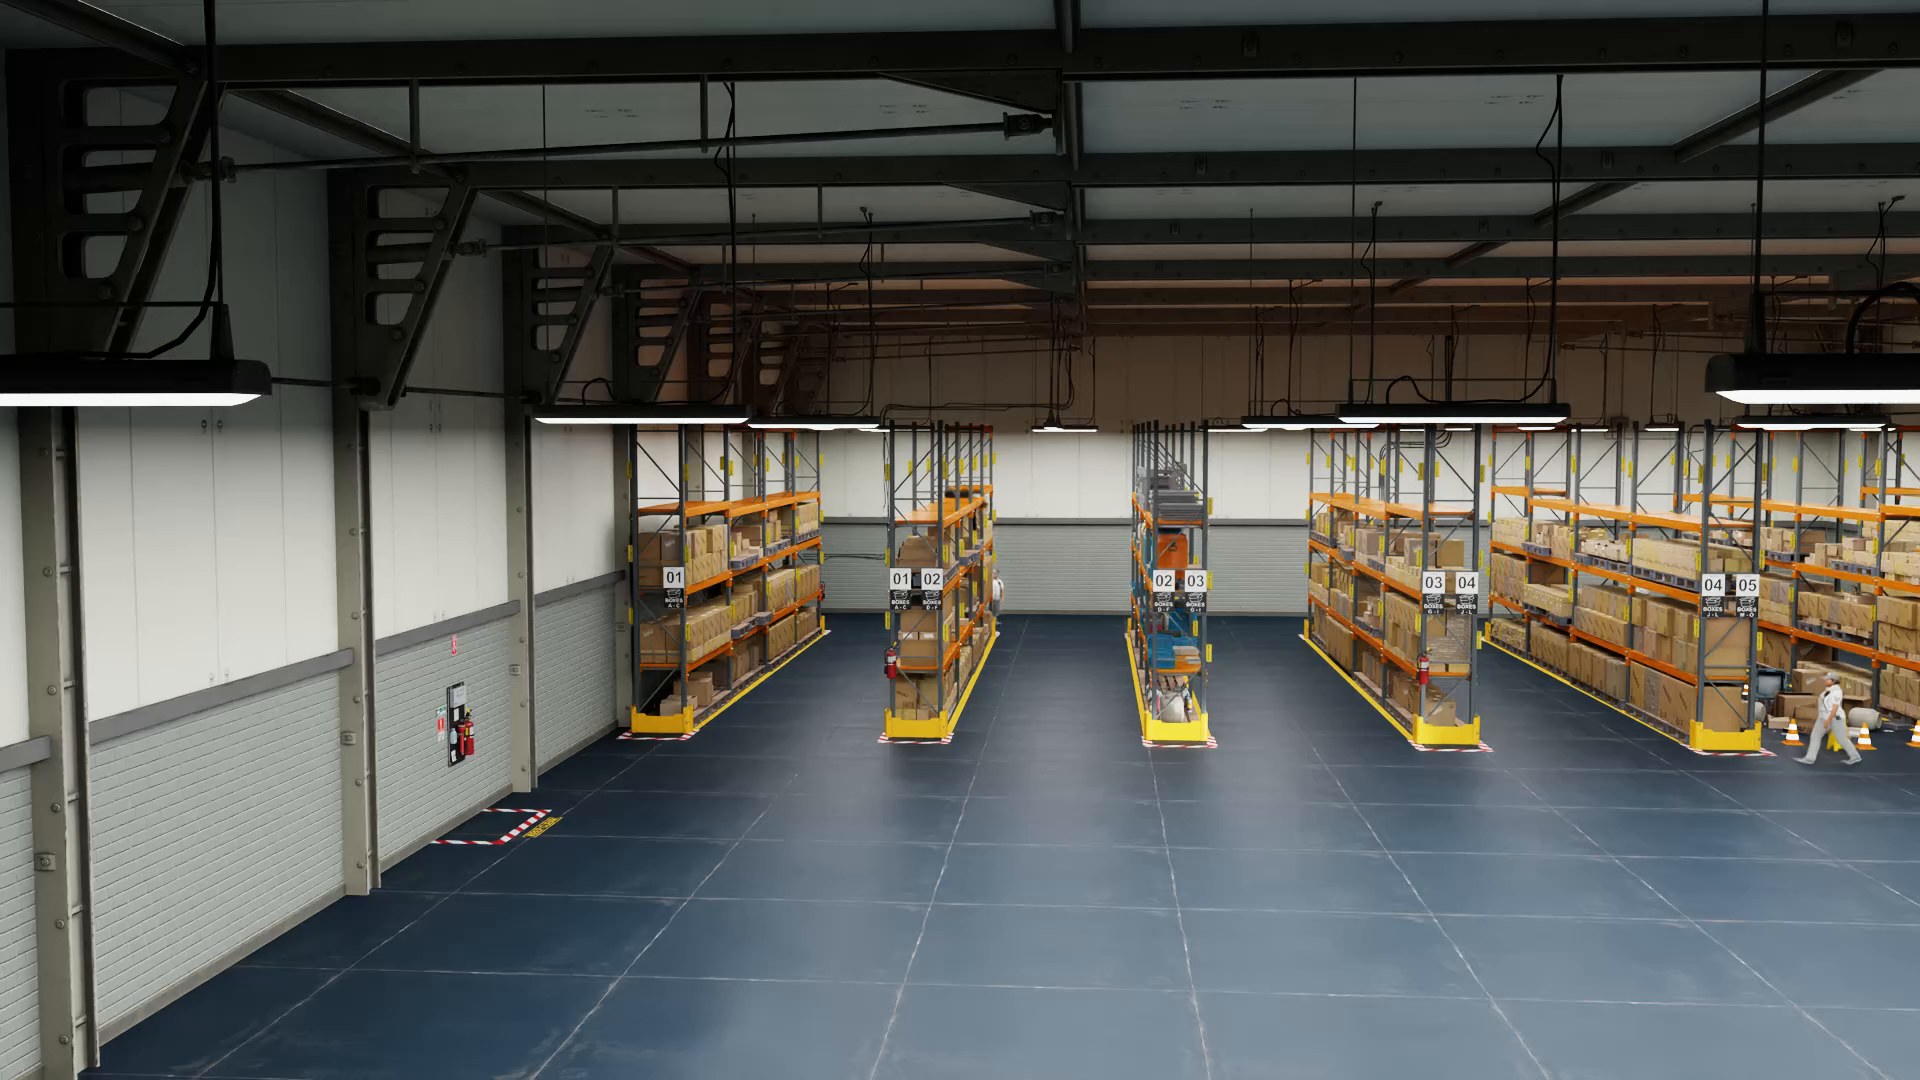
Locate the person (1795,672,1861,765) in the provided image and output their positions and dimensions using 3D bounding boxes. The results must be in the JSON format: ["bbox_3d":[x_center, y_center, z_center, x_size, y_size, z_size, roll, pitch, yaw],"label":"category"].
[{"bbox_3d":[15.030,3.089,28.715,1.005,1.619,0.490,-1,4,-8],"label":"person"}]

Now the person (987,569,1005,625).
[{"bbox_3d":[1.004,1.733,49.446,0.709,1.745,0.912,-1,4,-21],"label":"person"}]

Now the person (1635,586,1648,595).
[{"bbox_3d":[19.629,1.831,48.091,0.428,1.699,0.449,0,4,-5],"label":"person"}]
